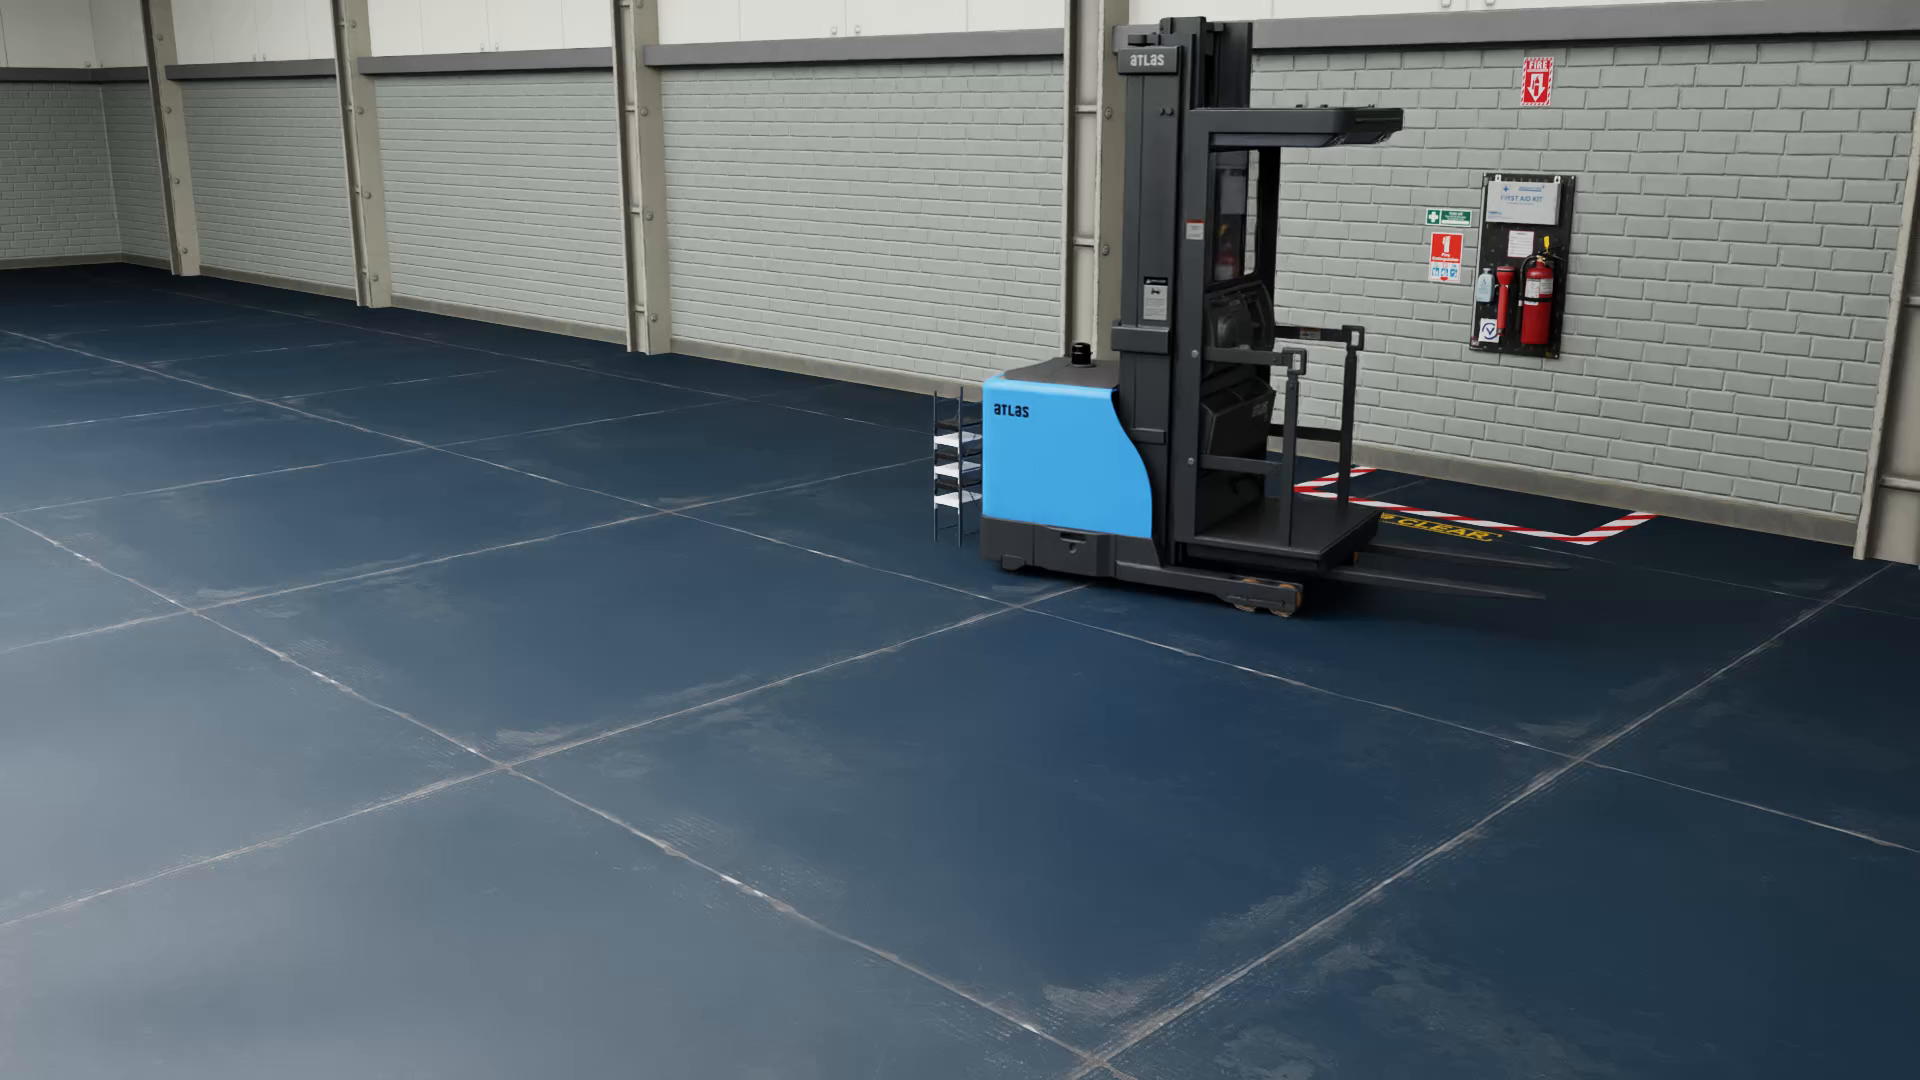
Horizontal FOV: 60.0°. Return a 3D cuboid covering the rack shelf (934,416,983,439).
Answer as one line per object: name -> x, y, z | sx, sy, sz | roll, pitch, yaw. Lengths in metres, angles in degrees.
rack shelf -> 0.006, -0.663, 9.753 | 0.200, 0.077, 0.258 | 14, 20, 42

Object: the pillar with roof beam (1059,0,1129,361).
pillar with roof beam -> -1.942, -4.512, 9.403 | 0.400, 9.000, 9.100 | 14, 20, 42

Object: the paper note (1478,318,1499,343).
paper note -> 3.533, -1.397, 11.093 | 0.142, 0.148, 0.016 | 14, 20, 42

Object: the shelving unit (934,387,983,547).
shelving unit -> 0.006, -0.434, 9.813 | 0.210, 0.900, 0.258 | 14, 20, 42

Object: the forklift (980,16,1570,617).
forklift -> 1.648, -1.181, 8.653 | 3.031, 2.935, 1.130 | 8, 17, 28

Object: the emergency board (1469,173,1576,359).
emergency board -> 3.613, -1.780, 10.815 | 0.643, 1.169, 0.194 | 14, 20, 42

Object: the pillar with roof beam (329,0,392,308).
pillar with roof beam -> -10.580, -6.612, 17.463 | 0.400, 9.000, 9.100 | 14, 20, 42

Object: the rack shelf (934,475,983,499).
rack shelf -> 0.006, -0.315, 9.844 | 0.200, 0.077, 0.258 | 14, 20, 42

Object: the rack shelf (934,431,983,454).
rack shelf -> 0.006, -0.576, 9.776 | 0.200, 0.077, 0.258 | 14, 20, 42

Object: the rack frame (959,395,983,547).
rack frame -> 0.079, -0.416, 9.745 | 0.006, 0.900, 0.240 | 14, 20, 42

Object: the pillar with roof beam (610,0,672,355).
pillar with roof beam -> -6.261, -5.562, 13.433 | 0.400, 9.000, 9.100 | 14, 20, 42

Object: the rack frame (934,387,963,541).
rack frame -> -0.067, -0.452, 9.881 | 0.006, 0.900, 0.240 | 14, 20, 42

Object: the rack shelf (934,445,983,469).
rack shelf -> 0.006, -0.489, 9.799 | 0.200, 0.077, 0.258 | 14, 20, 42

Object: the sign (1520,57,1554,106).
sign -> 3.676, -2.921, 10.597 | 0.199, 0.298, 0.001 | 14, 20, 42

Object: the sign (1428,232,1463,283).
sign -> 3.287, -1.913, 11.253 | 0.234, 0.329, 0.001 | 14, 20, 42

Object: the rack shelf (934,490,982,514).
rack shelf -> 0.006, -0.228, 9.867 | 0.200, 0.077, 0.258 | 14, 20, 42

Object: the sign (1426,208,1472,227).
sign -> 3.284, -2.167, 11.177 | 0.331, 0.109, 0.001 | 14, 20, 42

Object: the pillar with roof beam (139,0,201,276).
pillar with roof beam -> -14.900, -7.663, 21.493 | 0.400, 9.000, 9.100 | 14, 20, 42

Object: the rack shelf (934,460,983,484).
rack shelf -> 0.006, -0.402, 9.822 | 0.200, 0.077, 0.258 | 14, 20, 42
